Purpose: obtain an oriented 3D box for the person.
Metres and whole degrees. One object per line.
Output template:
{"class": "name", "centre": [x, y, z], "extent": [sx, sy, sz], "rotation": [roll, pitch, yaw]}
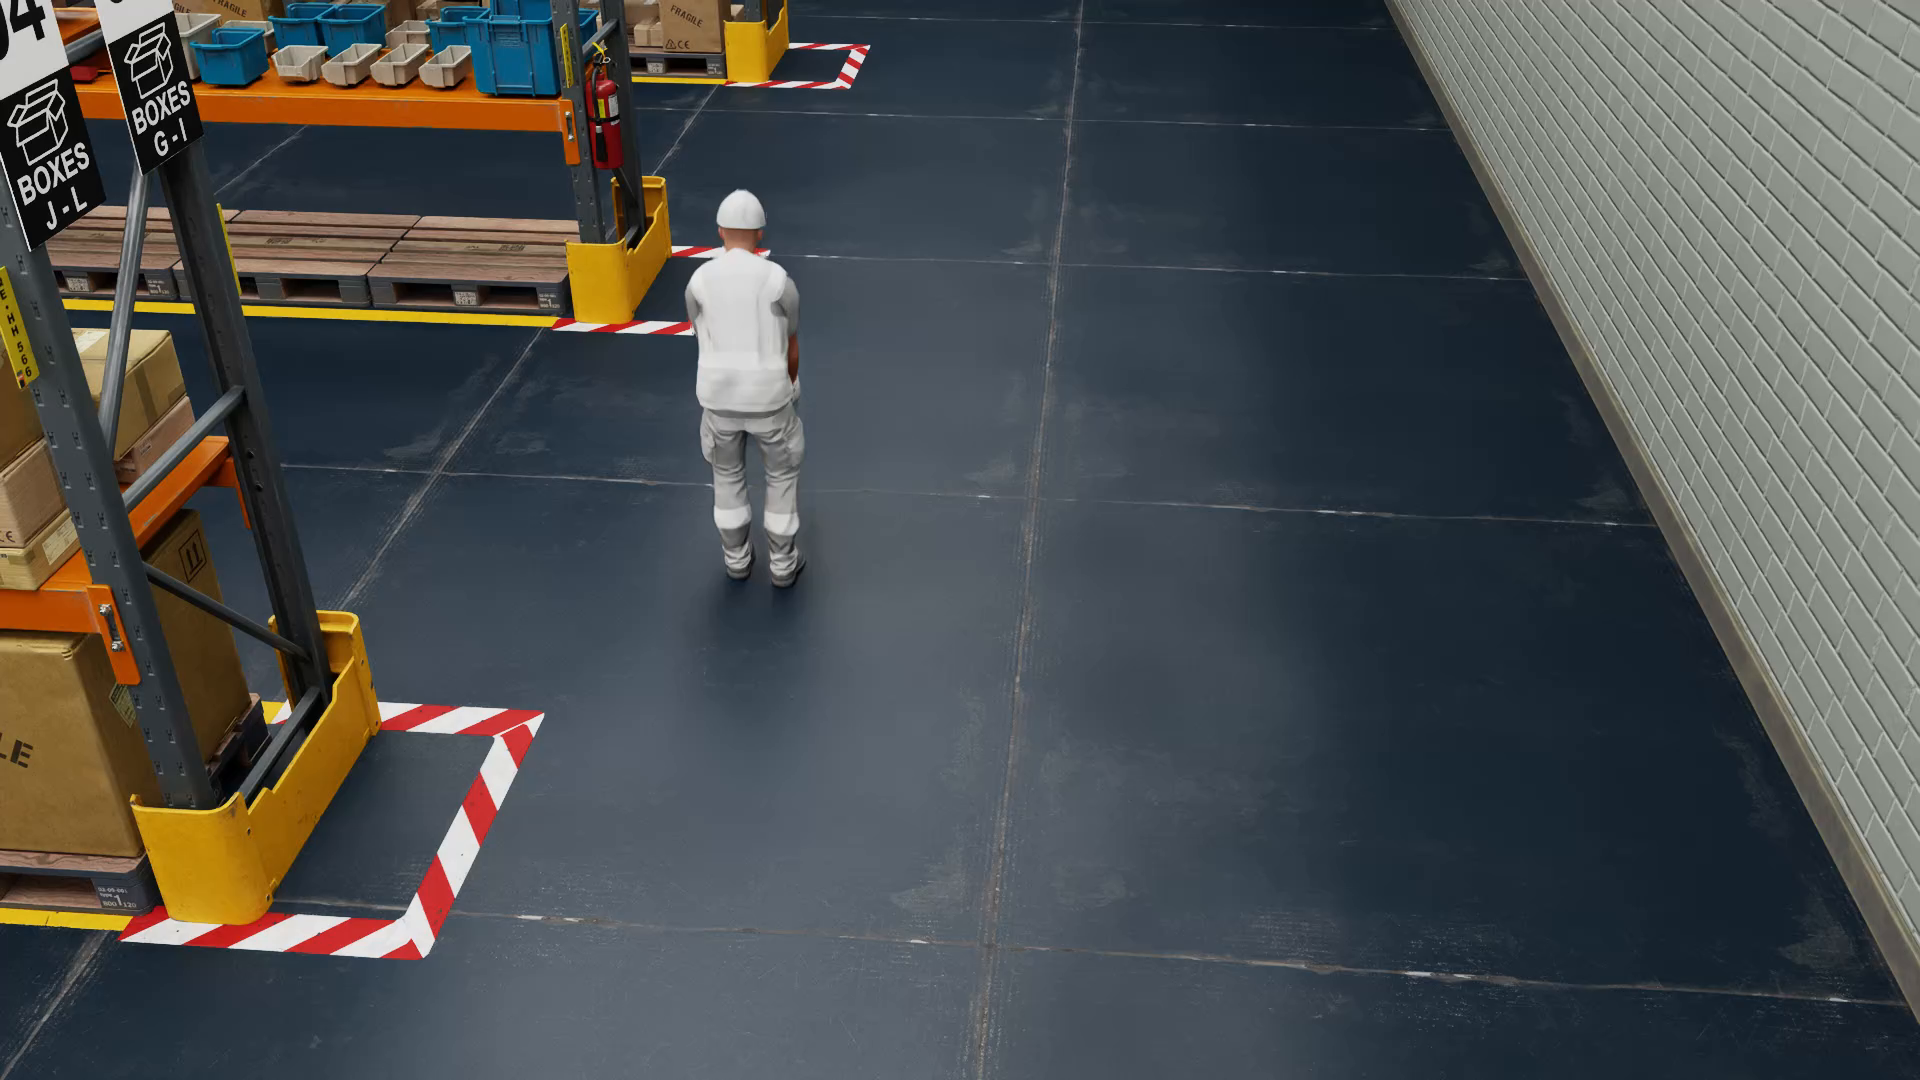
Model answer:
{"class": "person", "centre": [-0.914, -0.636, 7.203], "extent": [0.485, 1.725, 0.602], "rotation": [2, 32, 3]}
